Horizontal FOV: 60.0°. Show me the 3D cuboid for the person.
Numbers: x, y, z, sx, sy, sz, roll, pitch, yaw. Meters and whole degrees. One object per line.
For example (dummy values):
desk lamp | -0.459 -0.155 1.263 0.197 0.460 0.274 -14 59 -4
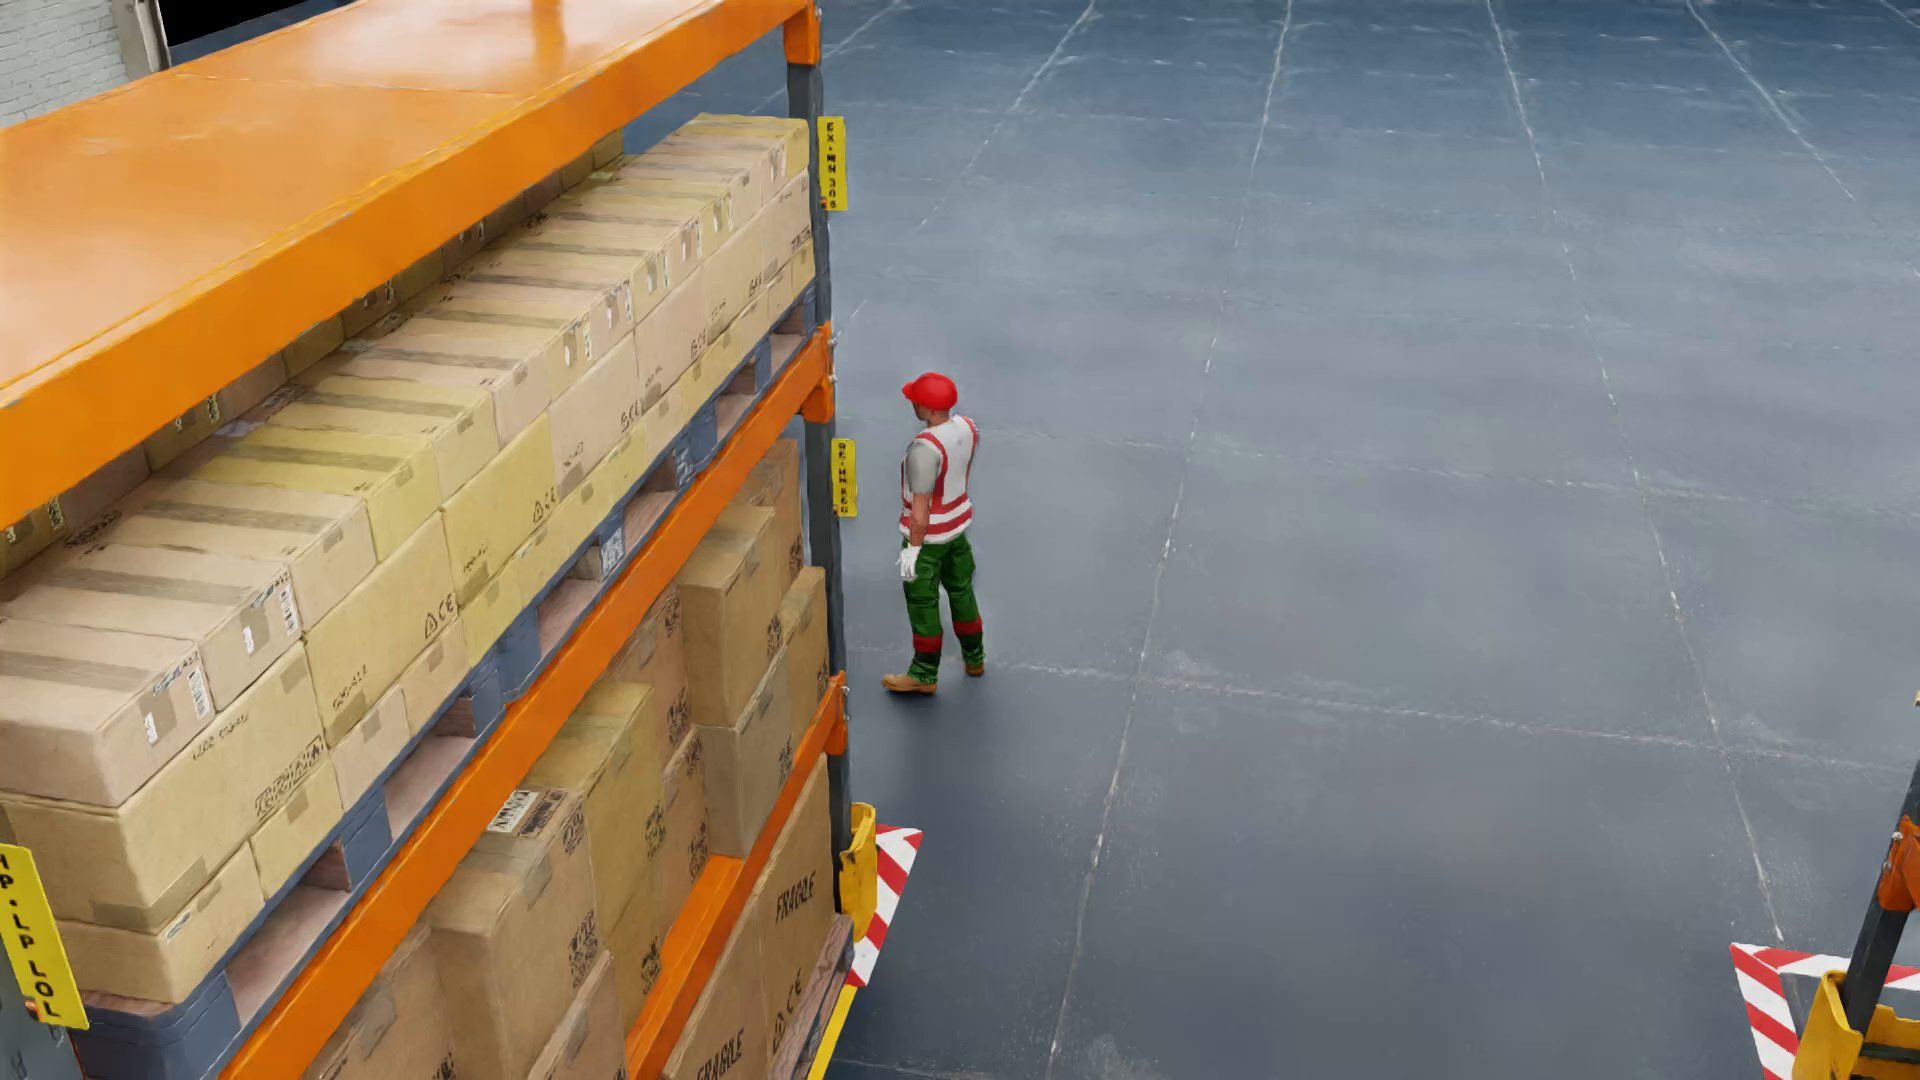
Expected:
person | -0.119 -0.054 8.659 0.411 1.797 0.677 20 34 32
